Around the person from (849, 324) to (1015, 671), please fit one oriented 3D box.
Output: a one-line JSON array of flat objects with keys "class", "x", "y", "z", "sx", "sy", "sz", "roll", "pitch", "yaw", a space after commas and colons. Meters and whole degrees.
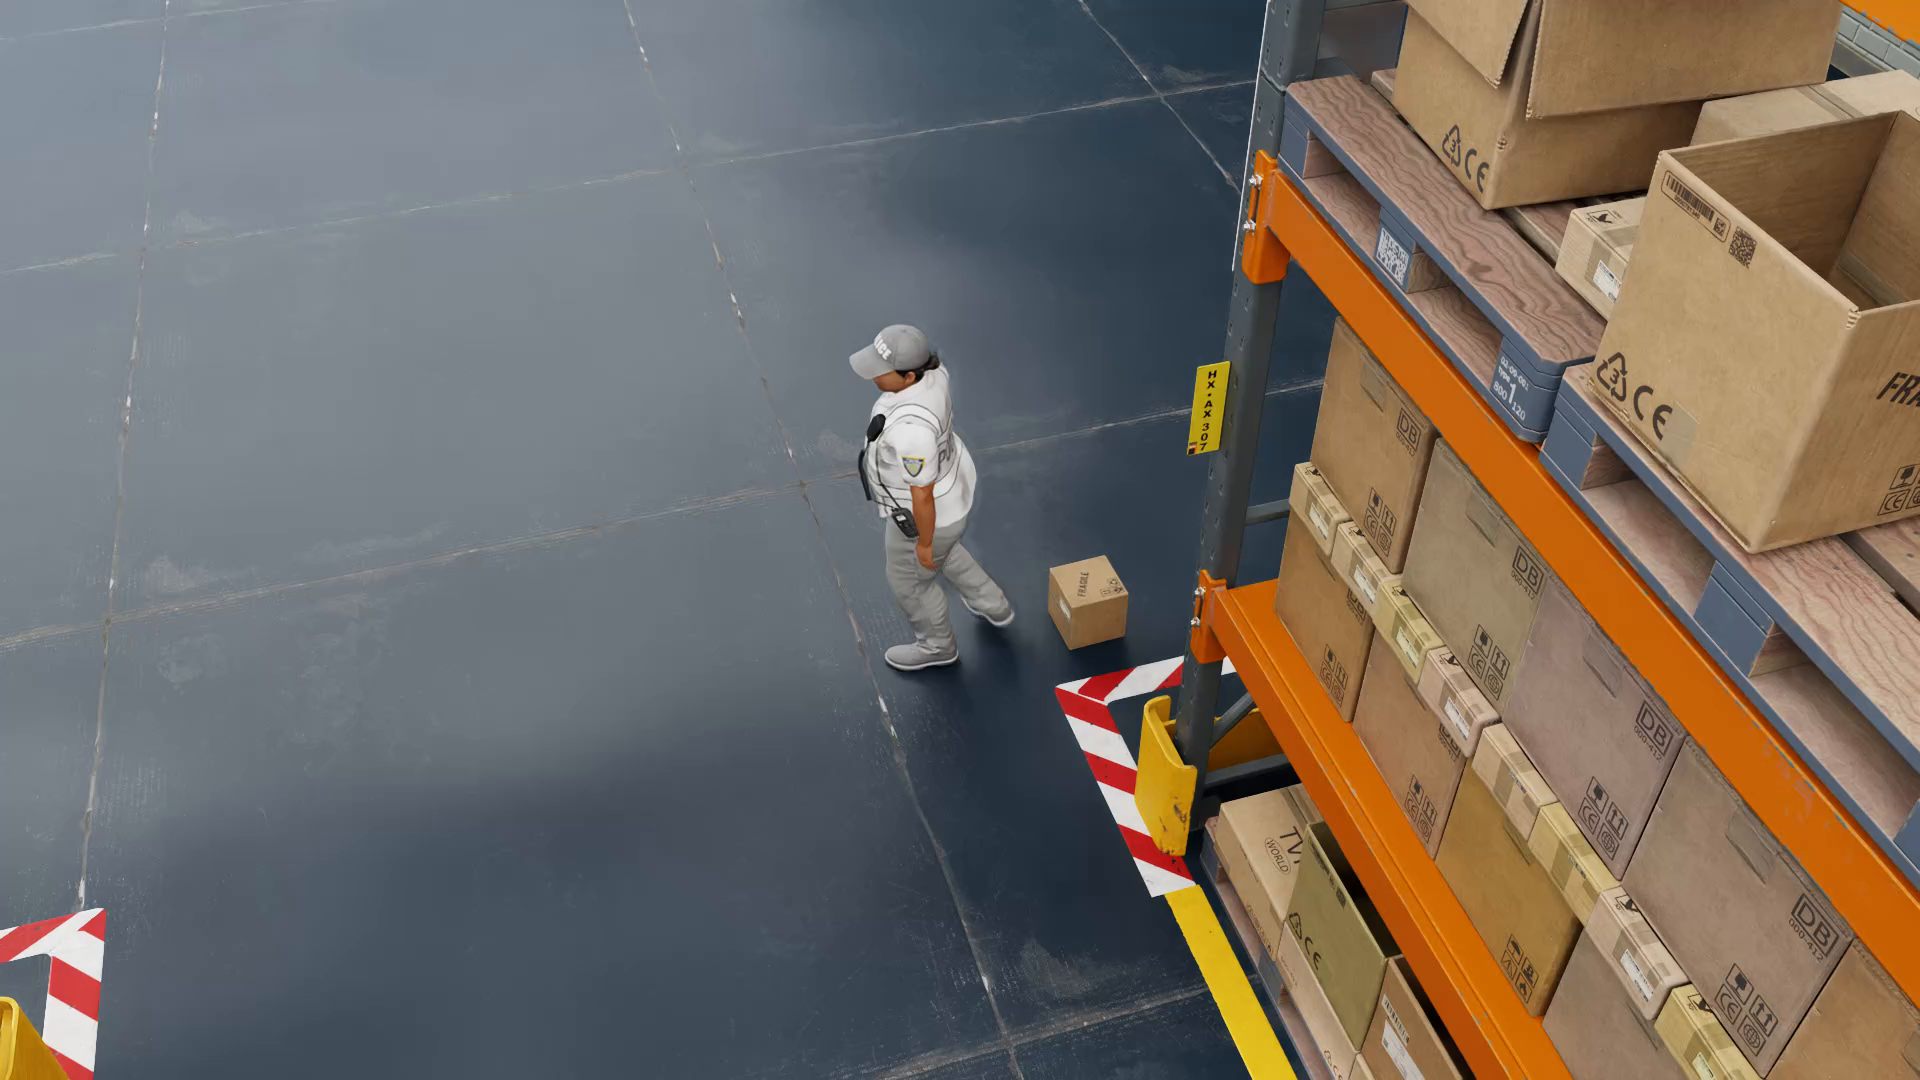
[{"class": "person", "x": -0.079, "y": -0.152, "z": 6.326, "sx": 0.588, "sy": 1.652, "sz": 0.554, "roll": 6, "pitch": 43, "yaw": 6}]
